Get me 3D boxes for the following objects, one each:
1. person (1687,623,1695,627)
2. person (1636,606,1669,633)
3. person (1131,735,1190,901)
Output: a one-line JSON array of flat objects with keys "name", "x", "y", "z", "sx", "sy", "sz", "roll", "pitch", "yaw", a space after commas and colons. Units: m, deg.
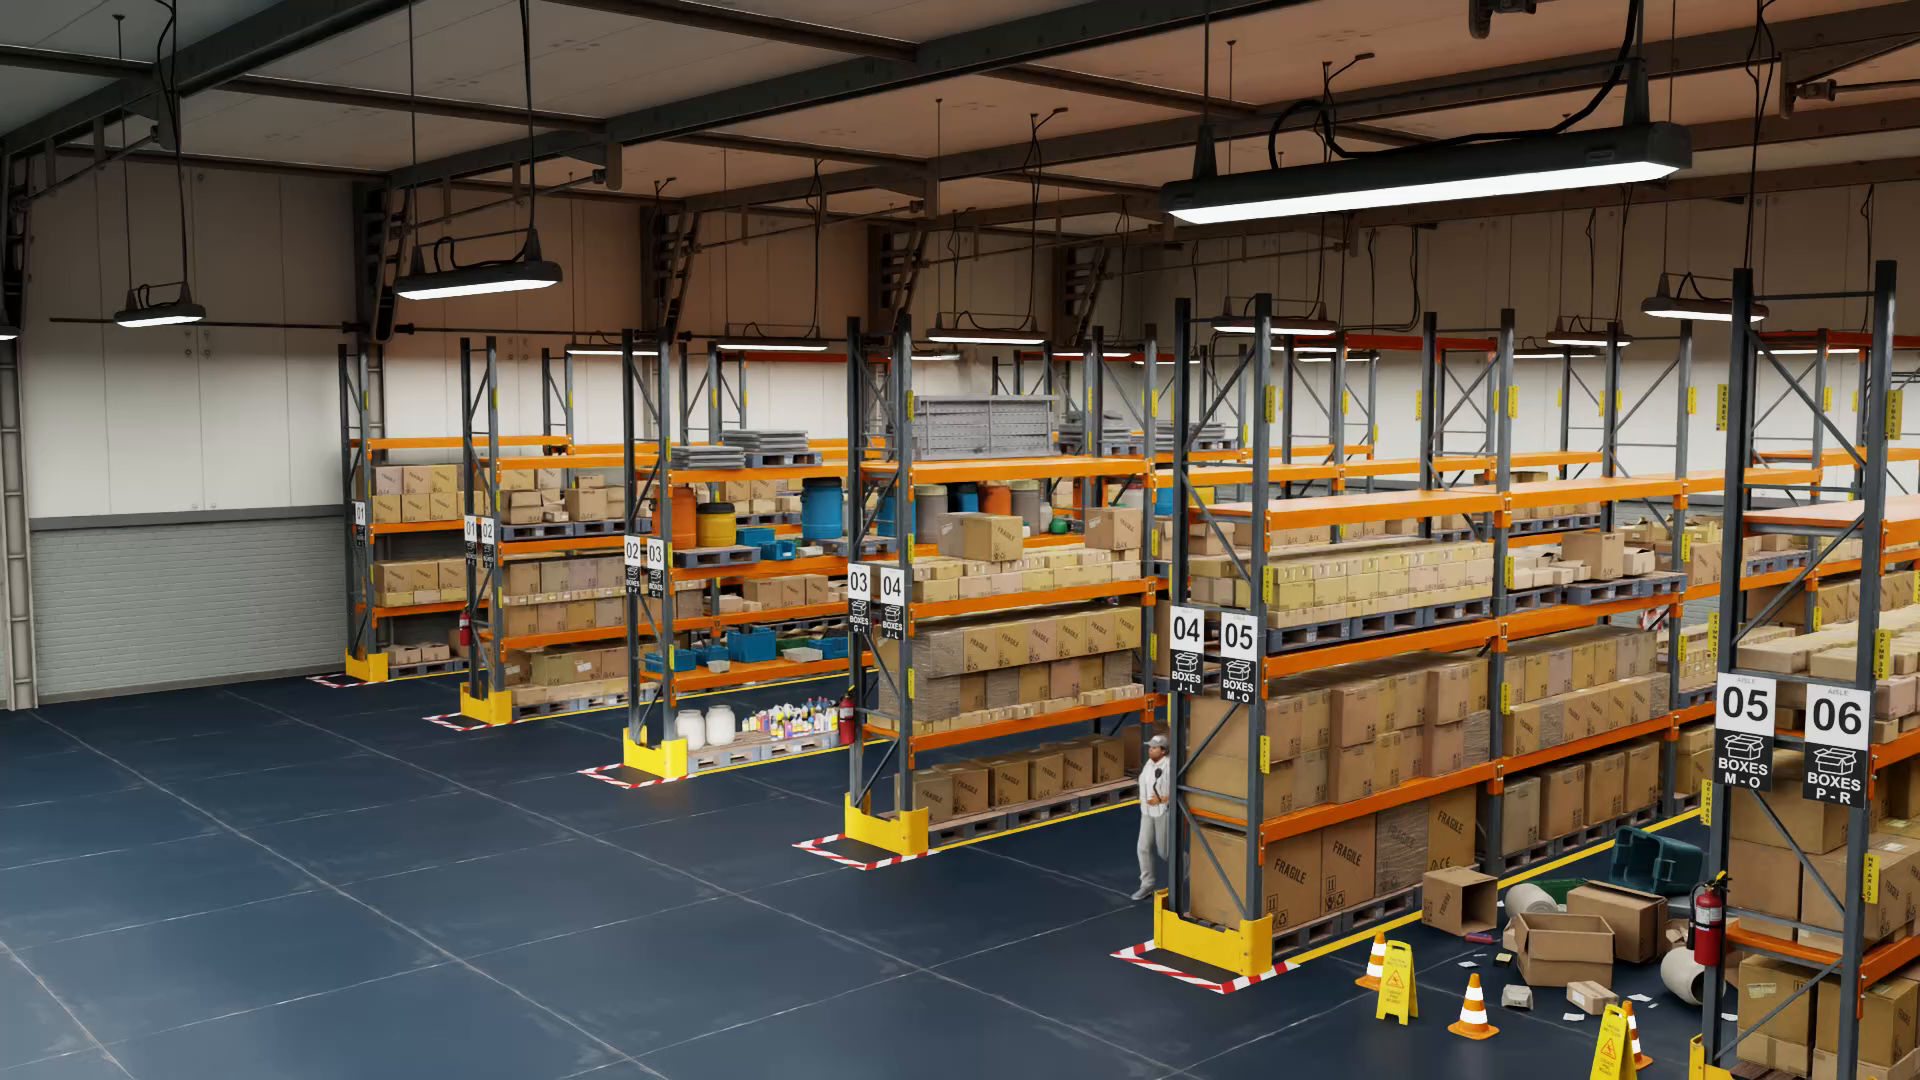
[{"name": "person", "x": 11.042, "y": 2.082, "z": 25.097, "sx": 0.591, "sy": 1.667, "sz": 0.559, "roll": -4, "pitch": 7, "yaw": -40}, {"name": "person", "x": 11.509, "y": 1.799, "z": 27.573, "sx": 0.662, "sy": 1.806, "sz": 0.904, "roll": 4, "pitch": 6, "yaw": 35}, {"name": "person", "x": 2.097, "y": 2.825, "z": 17.058, "sx": 0.808, "sy": 1.673, "sz": 0.595, "roll": -4, "pitch": 6, "yaw": -37}]
